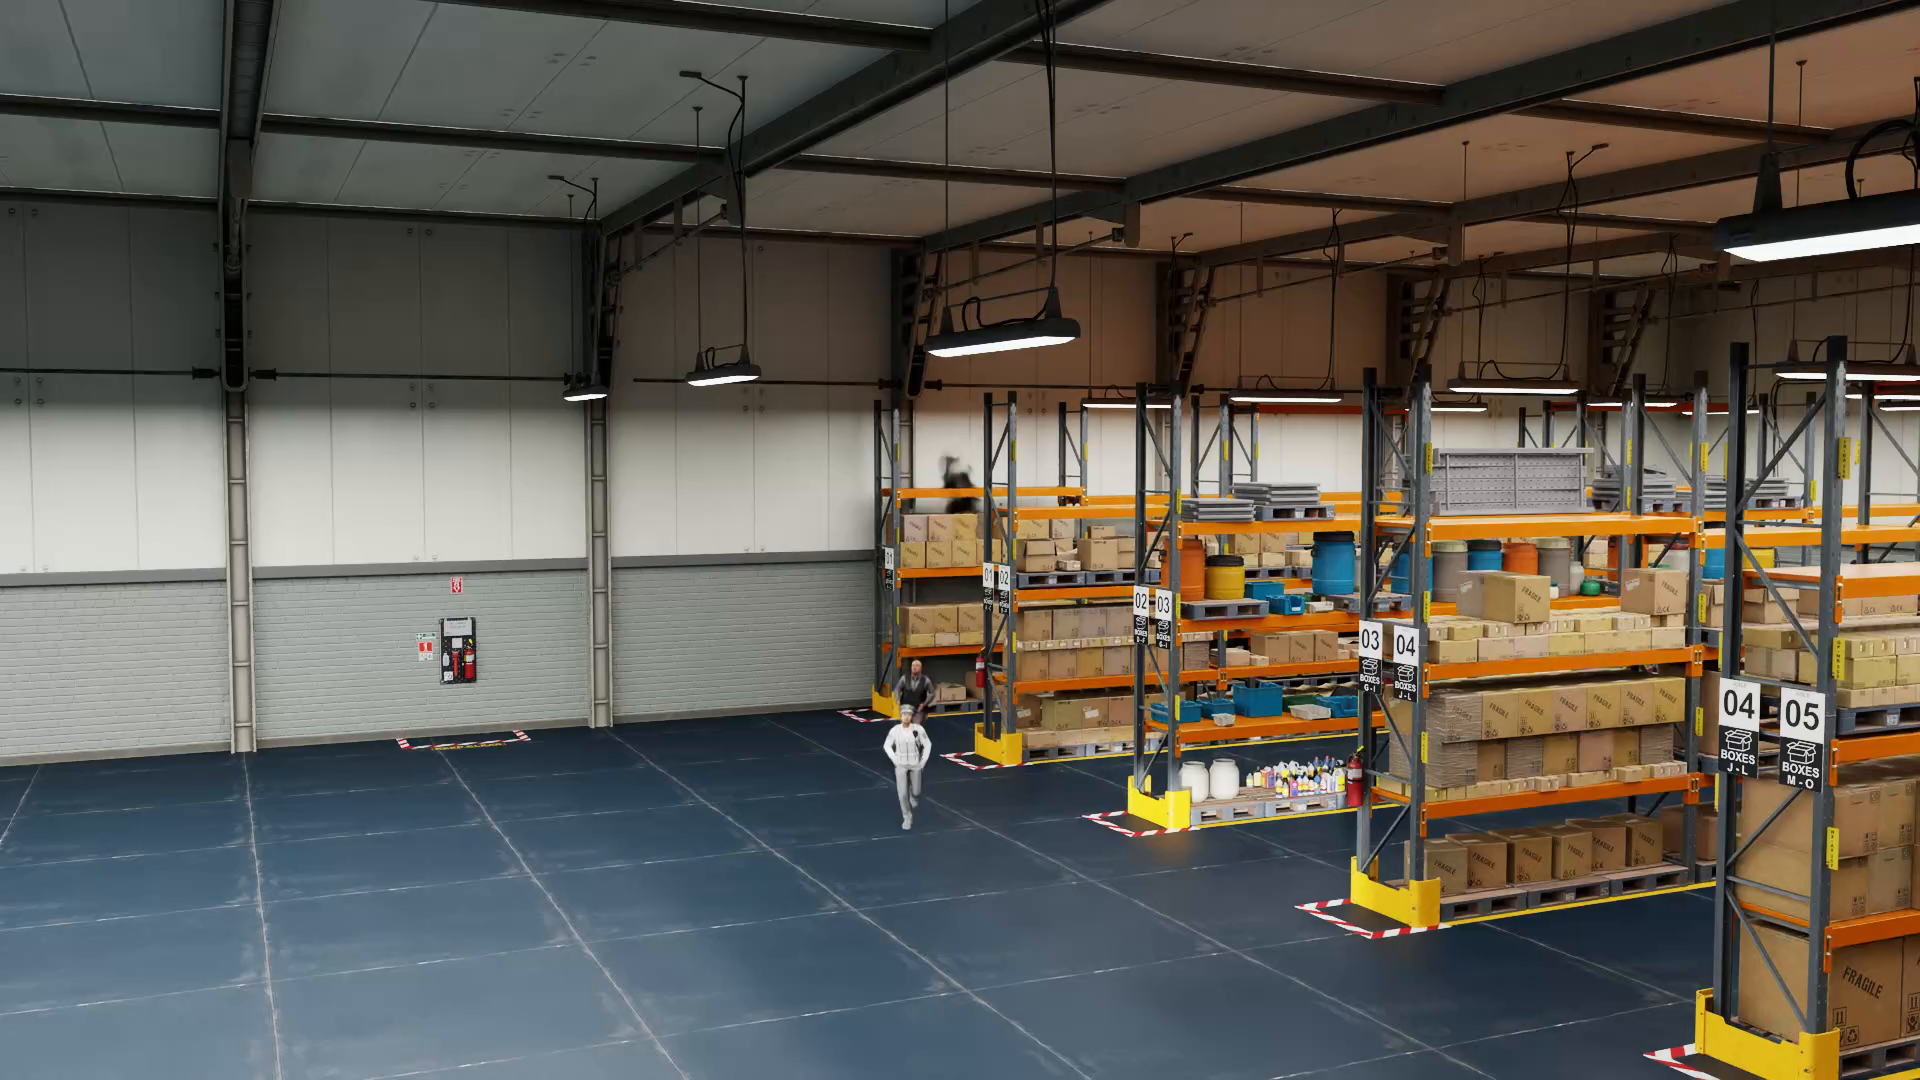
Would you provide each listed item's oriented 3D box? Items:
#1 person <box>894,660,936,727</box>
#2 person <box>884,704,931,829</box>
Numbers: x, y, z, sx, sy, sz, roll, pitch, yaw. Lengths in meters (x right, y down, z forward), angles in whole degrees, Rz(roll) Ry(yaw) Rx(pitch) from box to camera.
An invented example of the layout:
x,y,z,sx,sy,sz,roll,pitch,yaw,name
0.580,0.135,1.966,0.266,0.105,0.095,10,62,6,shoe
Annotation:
x,y,z,sx,sy,sz,roll,pitch,yaw,name
-0.730,2.772,26.846,0.685,1.681,0.547,0,3,6,person
-0.712,3.040,22.537,0.648,1.662,0.580,0,3,-4,person
